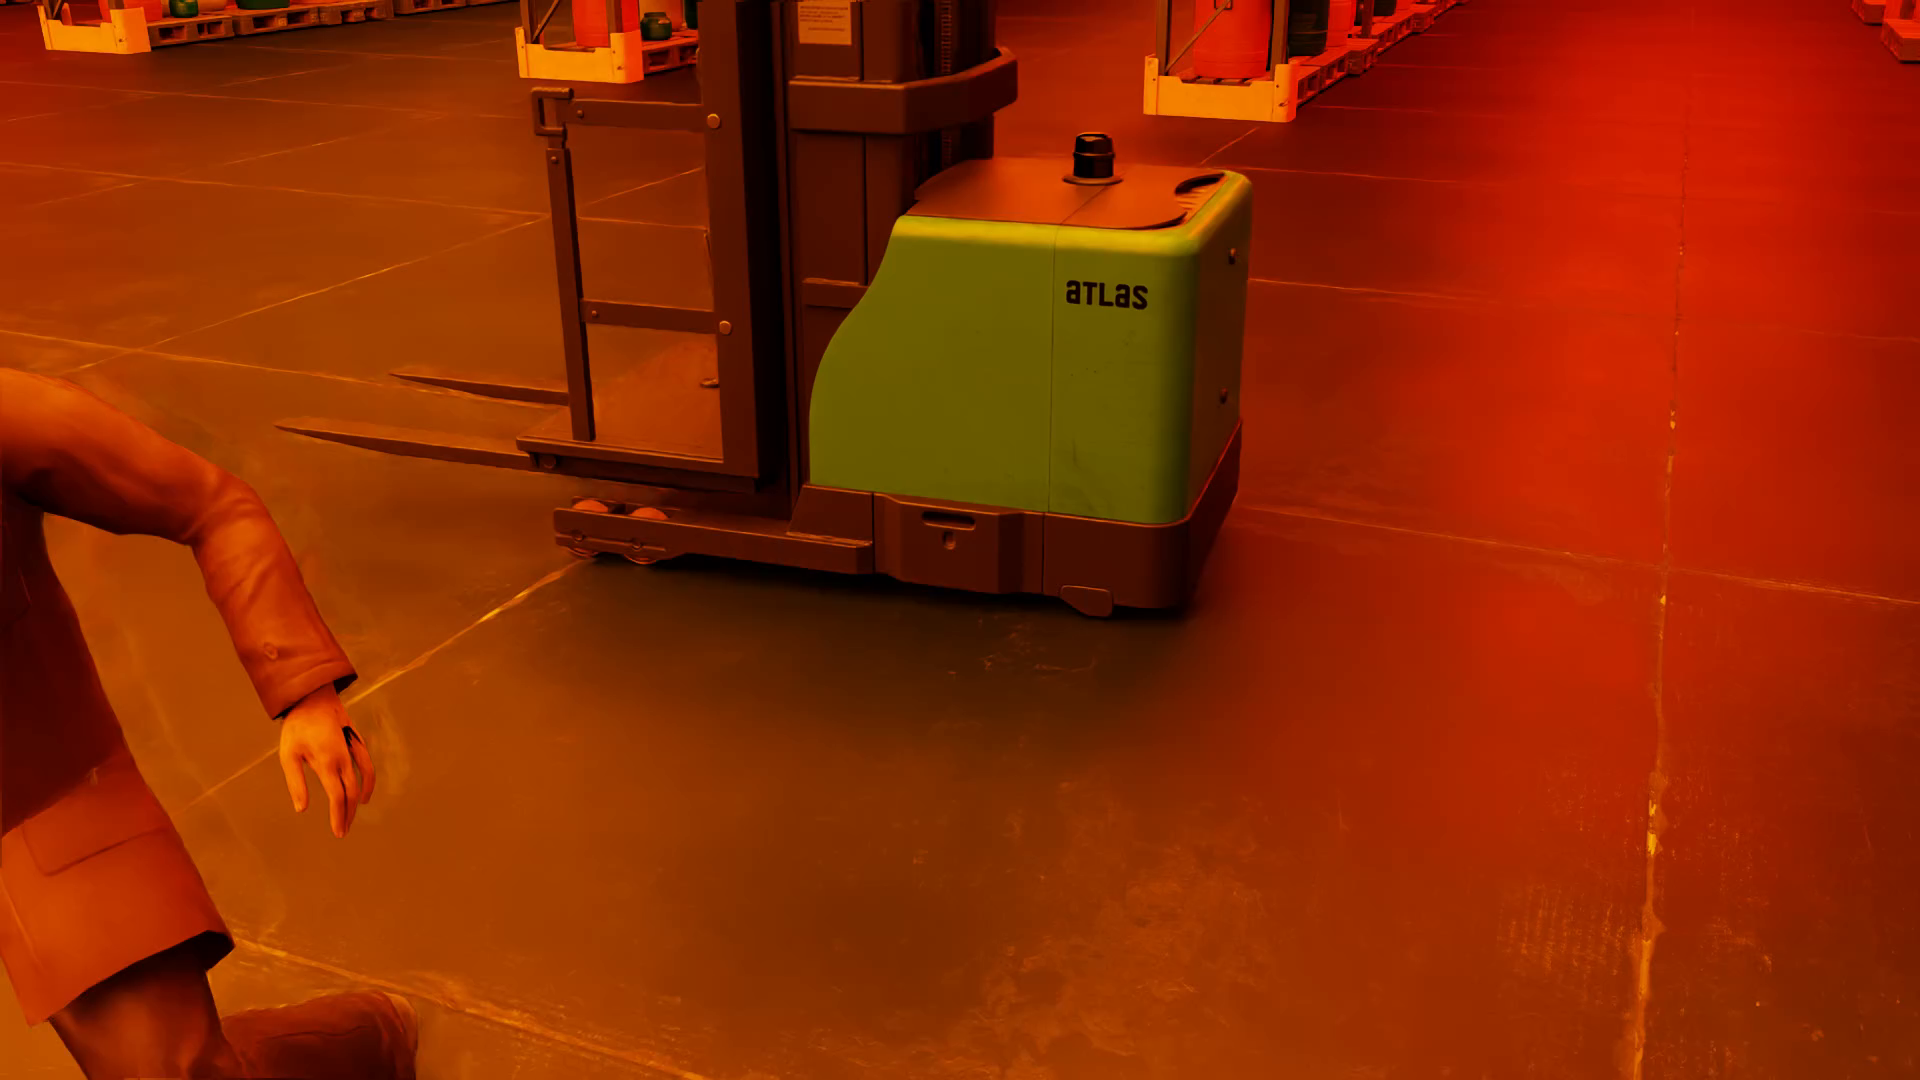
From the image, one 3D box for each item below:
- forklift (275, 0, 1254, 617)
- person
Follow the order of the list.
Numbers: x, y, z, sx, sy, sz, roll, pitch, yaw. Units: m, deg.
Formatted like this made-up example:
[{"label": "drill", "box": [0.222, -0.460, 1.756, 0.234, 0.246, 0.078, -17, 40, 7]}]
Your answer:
[{"label": "forklift", "box": [-0.692, -1.463, 4.792, 3.031, 2.935, 1.130, 7, 24, 17]}, {"label": "person", "box": [-1.344, 0.393, 2.127, 1.177, 1.662, 0.542, -3, 23, -8]}]
